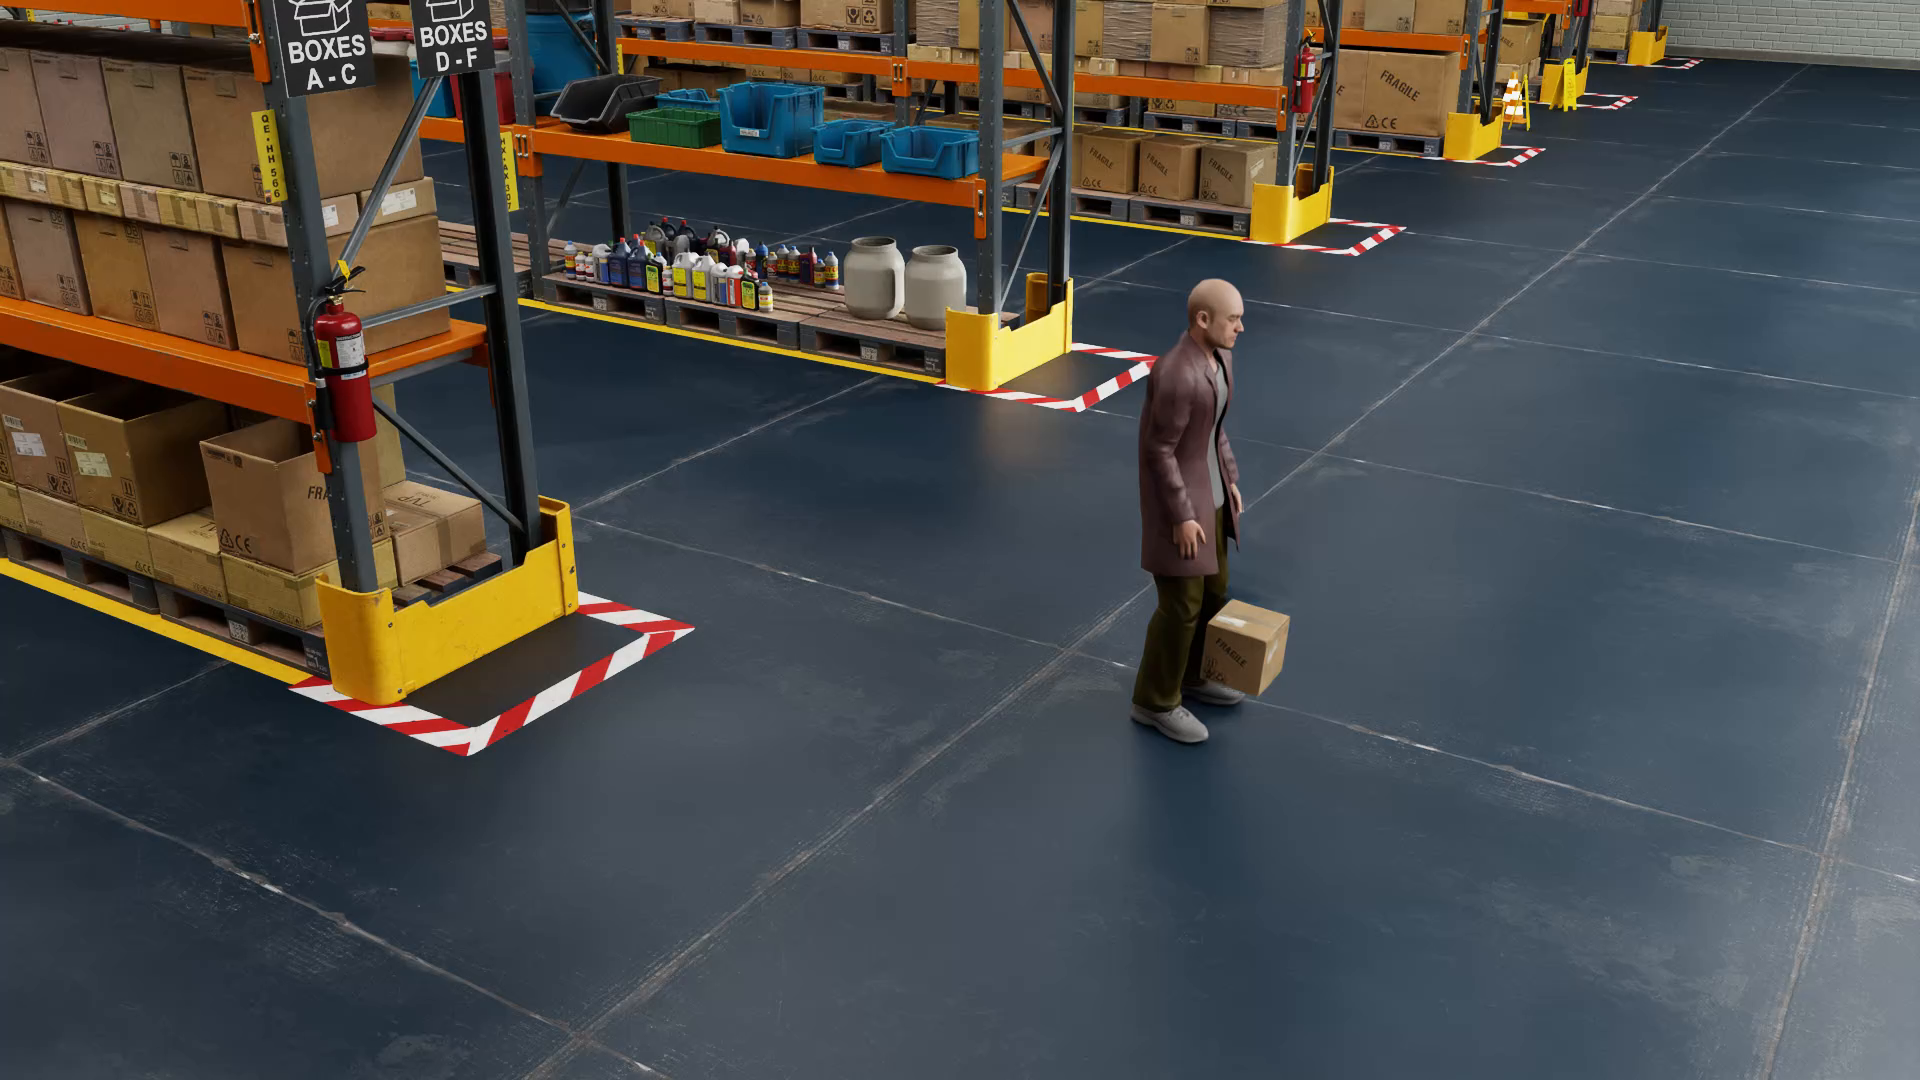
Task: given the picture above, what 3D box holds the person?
[{"bbox_3d":[0.903,-0.136,6.435,0.425,1.775,0.601,13,26,28],"label":"person"}]
